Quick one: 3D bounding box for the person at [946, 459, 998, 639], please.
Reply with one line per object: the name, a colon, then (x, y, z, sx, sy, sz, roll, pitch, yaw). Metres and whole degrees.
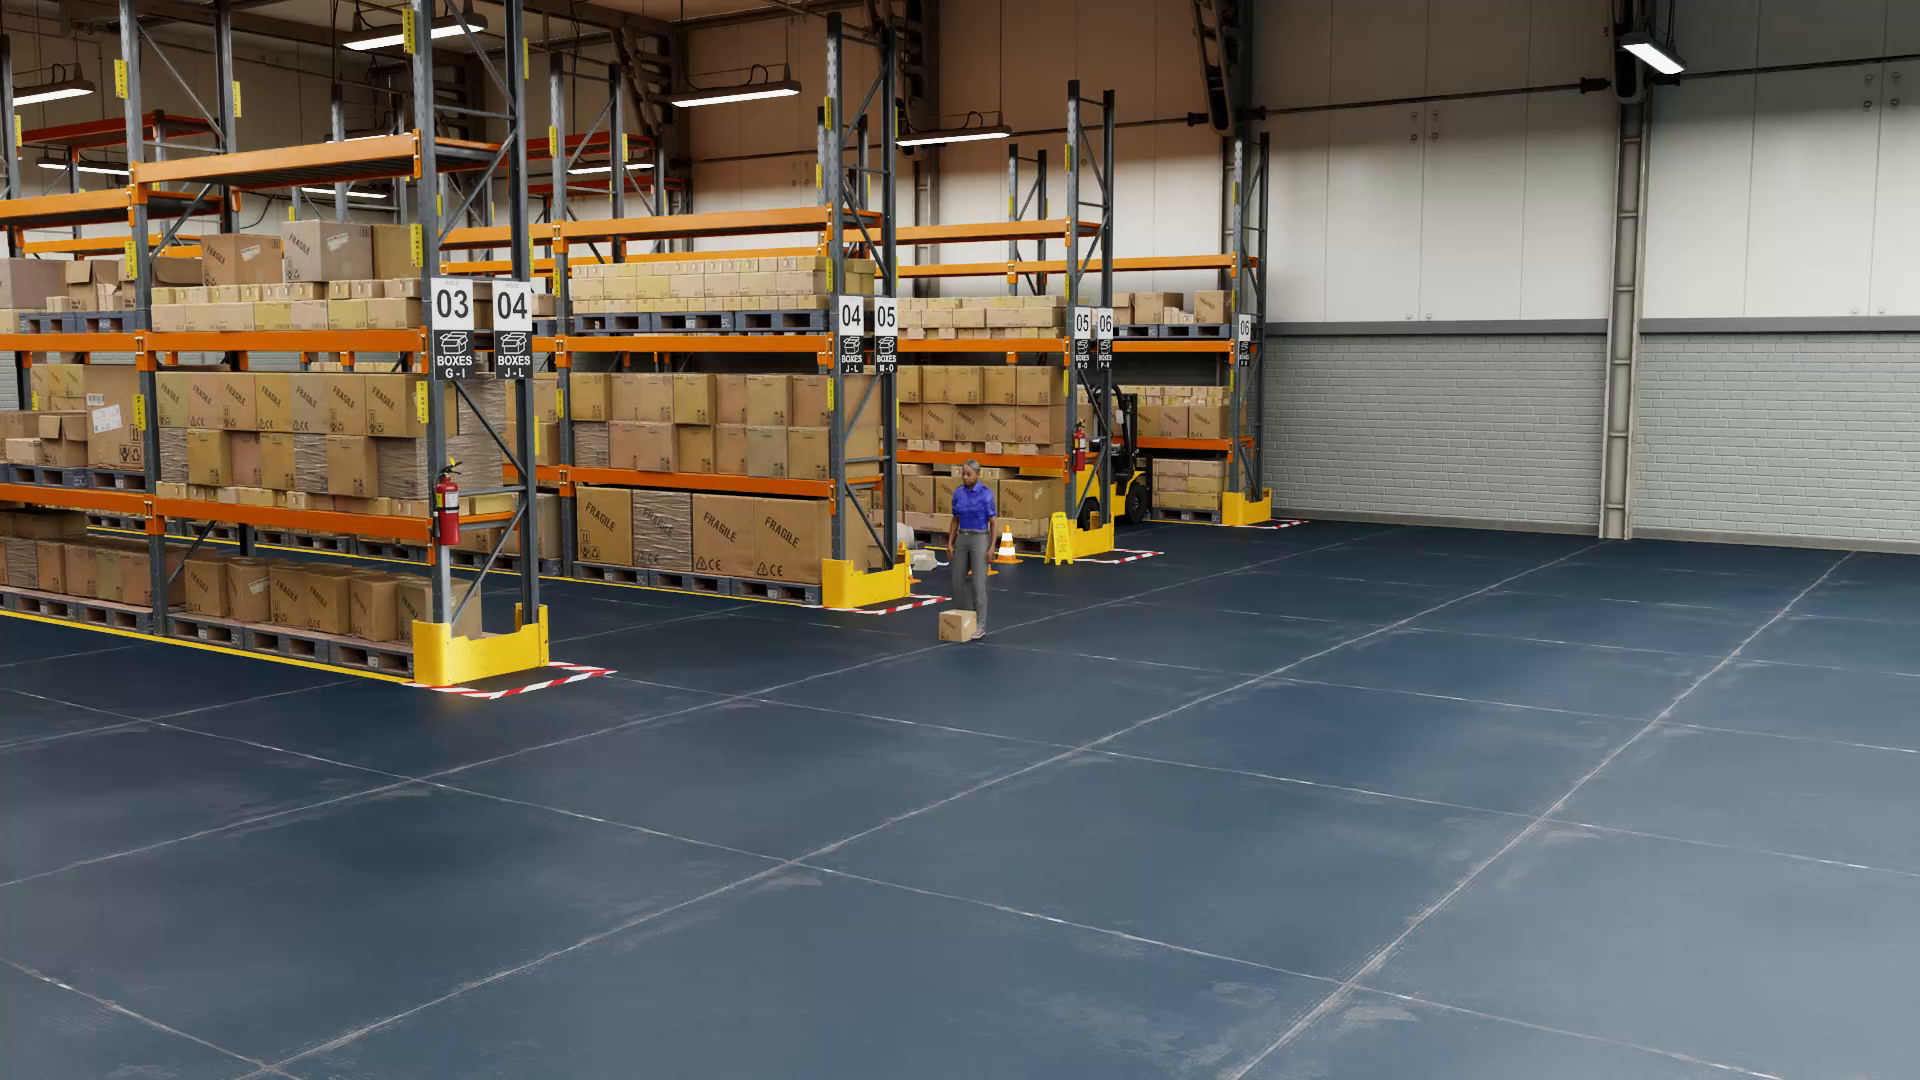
person: (0.091, 0.072, 15.387, 0.529, 1.656, 0.395, 4, 7, 31)
